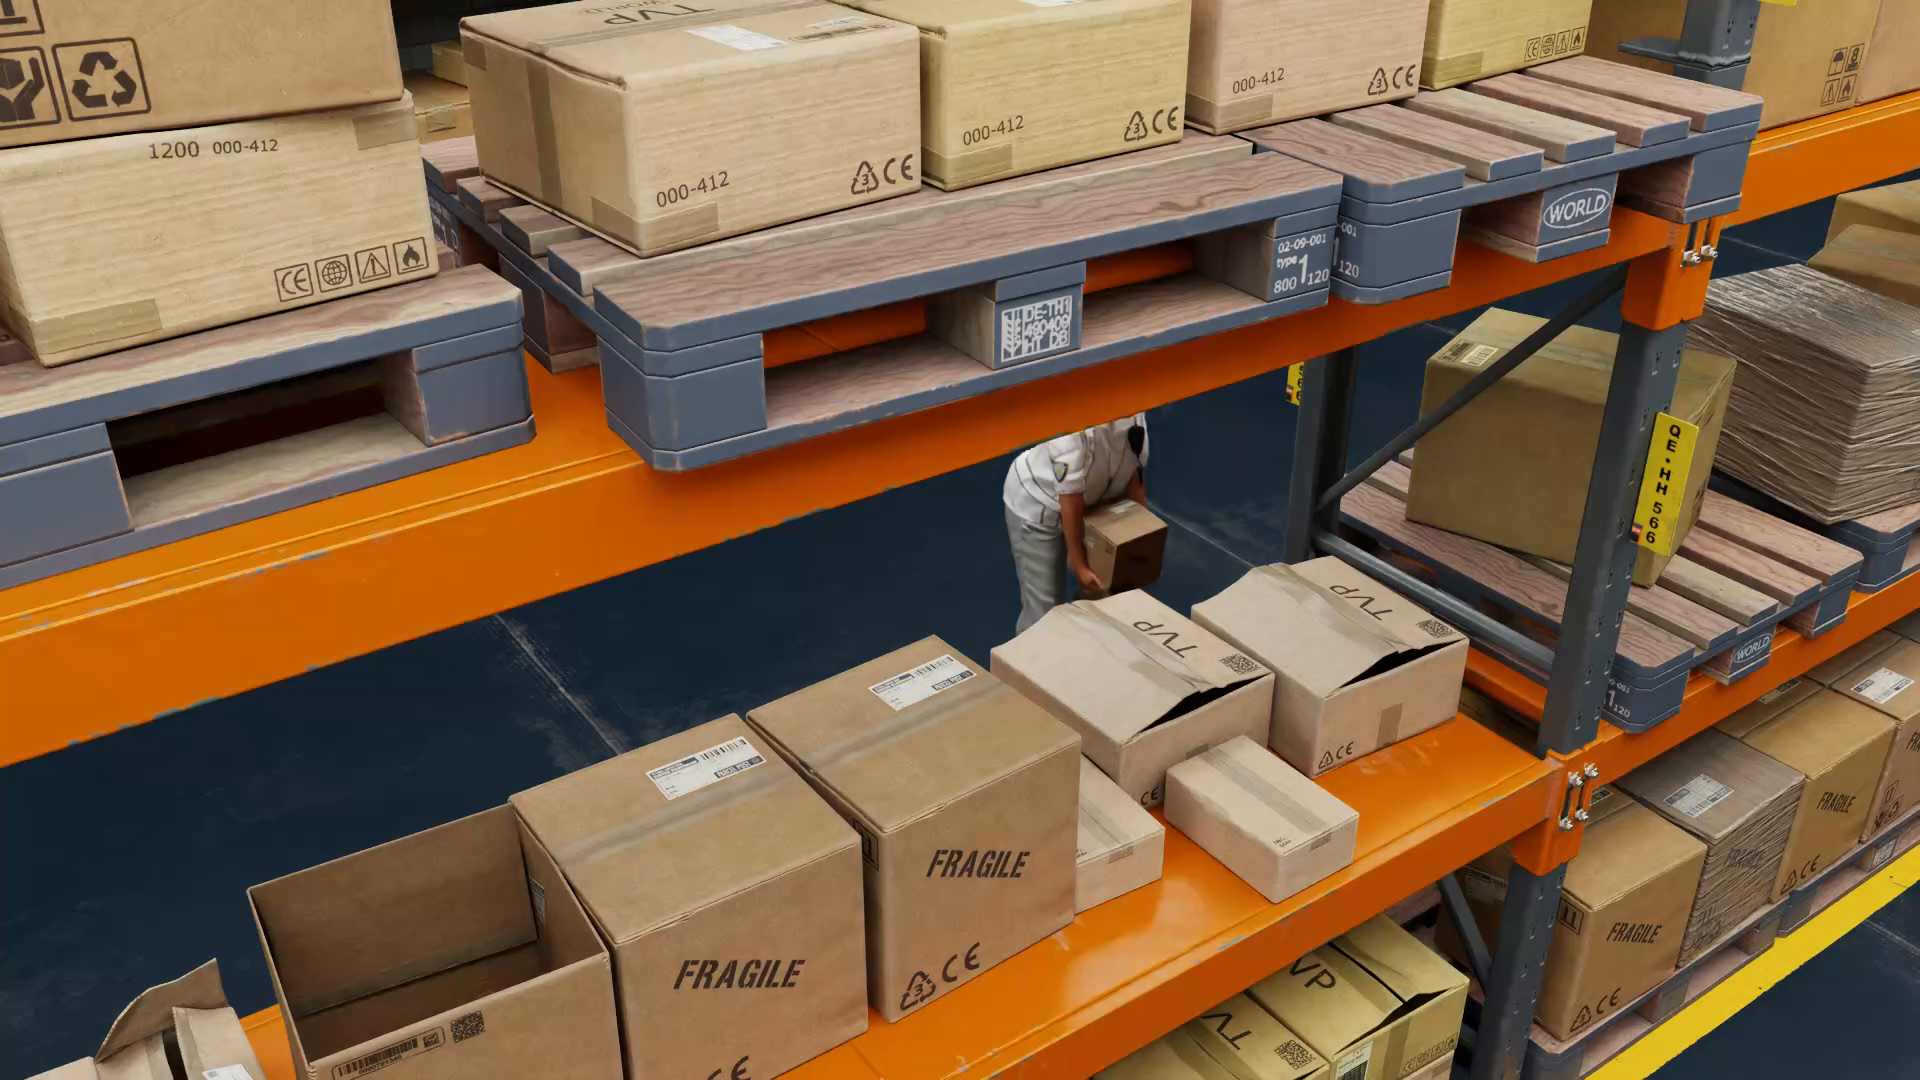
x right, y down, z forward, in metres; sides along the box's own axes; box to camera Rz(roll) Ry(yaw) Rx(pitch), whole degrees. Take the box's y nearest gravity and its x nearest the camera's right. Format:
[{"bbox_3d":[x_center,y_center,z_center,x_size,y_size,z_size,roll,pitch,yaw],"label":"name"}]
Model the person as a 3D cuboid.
[{"bbox_3d":[0.473,-0.035,6.270,0.452,1.594,0.654,-20,34,-31],"label":"person"}]
